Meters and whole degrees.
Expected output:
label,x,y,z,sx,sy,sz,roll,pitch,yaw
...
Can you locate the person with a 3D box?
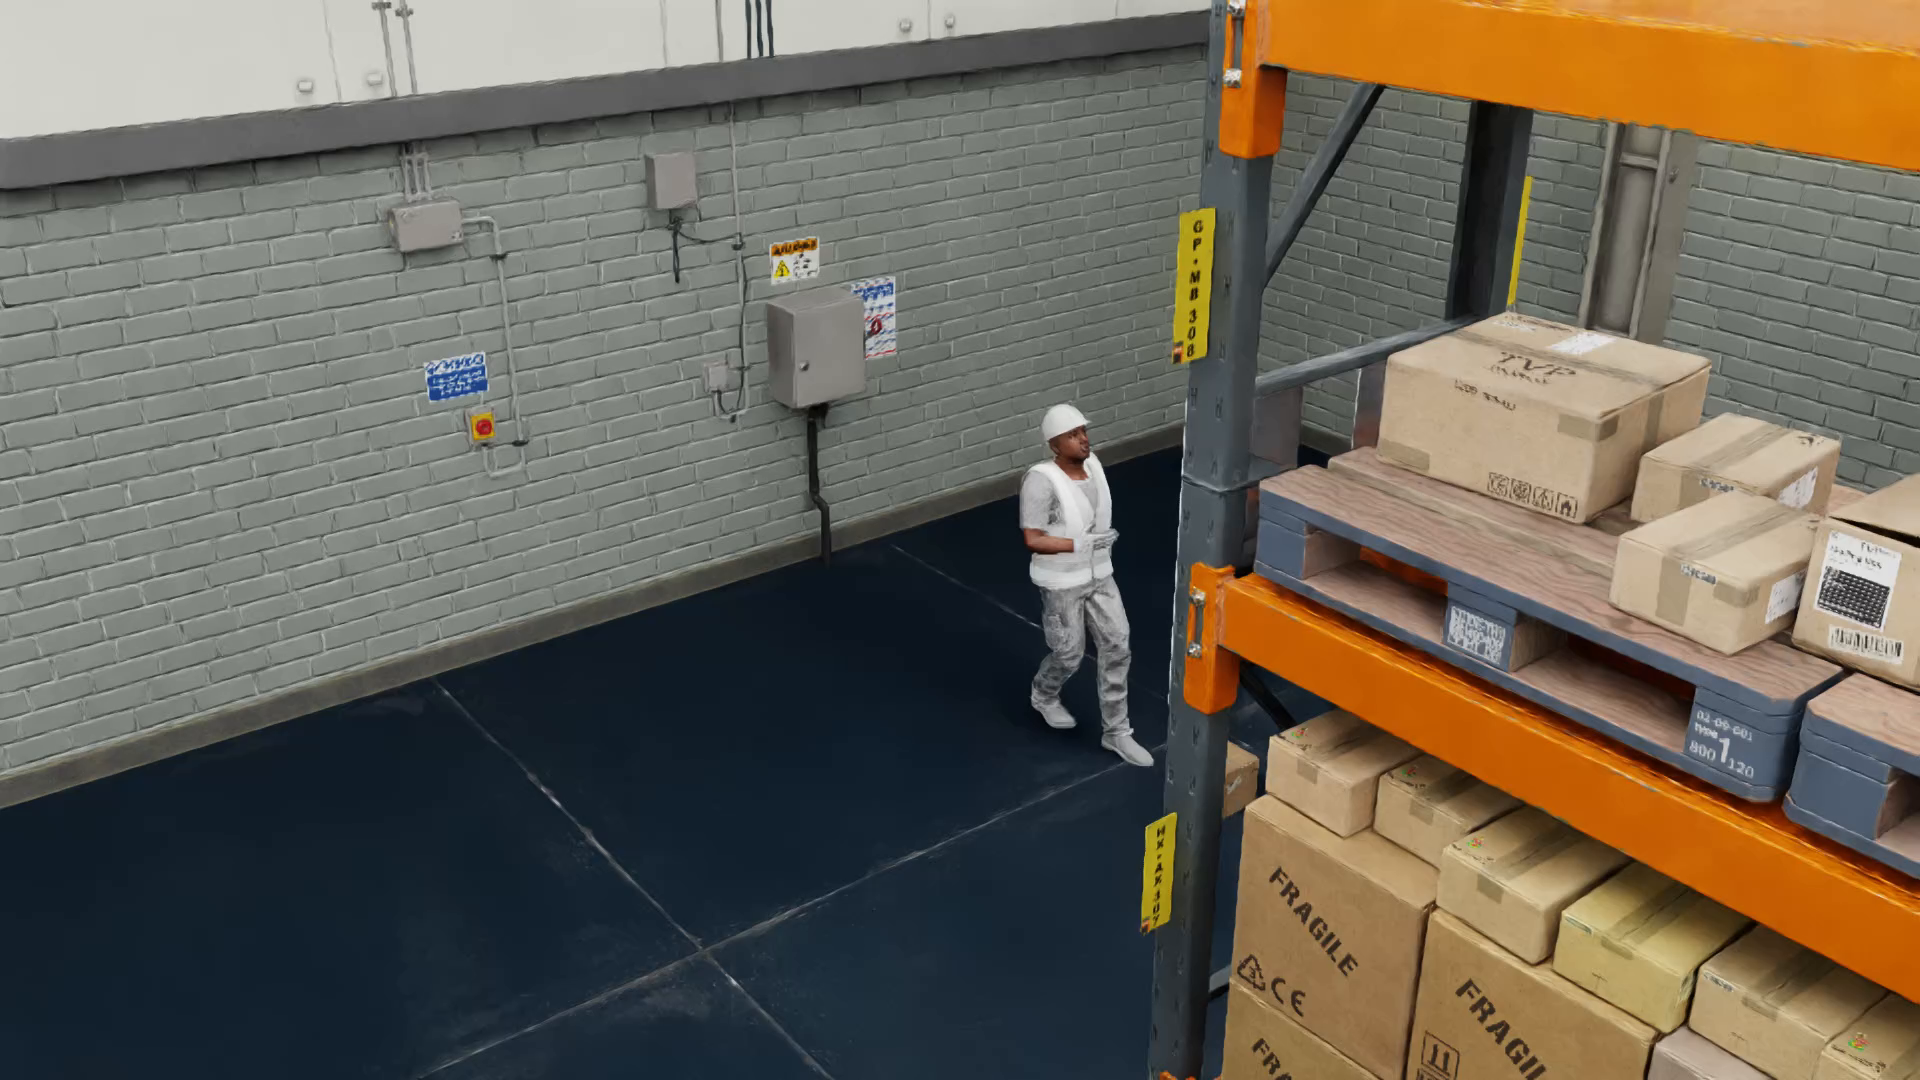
label,x,y,z,sx,sy,sz,roll,pitch,yaw
person,0.604,0.220,8.128,0.642,1.769,0.835,-17,30,-33
